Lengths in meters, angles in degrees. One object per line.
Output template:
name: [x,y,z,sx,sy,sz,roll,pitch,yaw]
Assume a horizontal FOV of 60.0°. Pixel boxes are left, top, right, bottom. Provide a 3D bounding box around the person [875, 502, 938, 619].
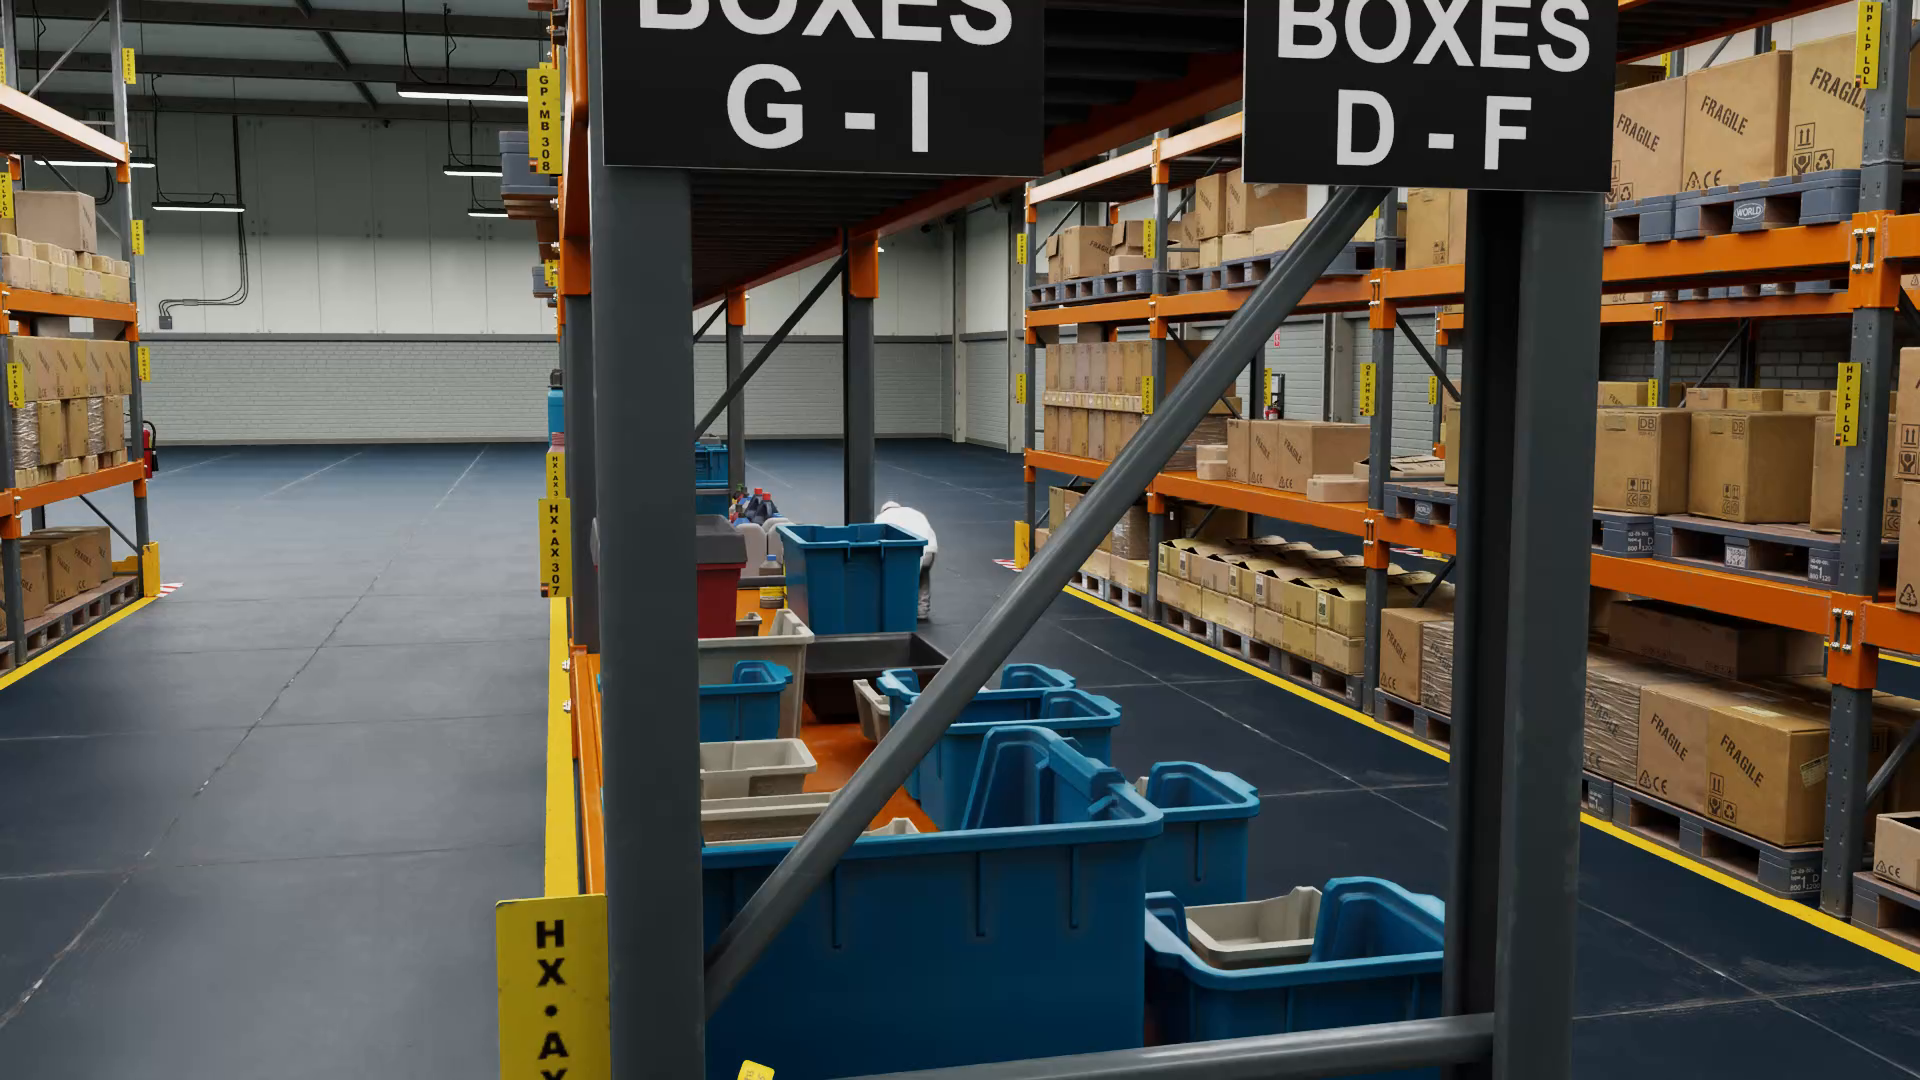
person: [-0.515,0.187,14.800,0.541,0.994,0.953,-2,6,-16]
